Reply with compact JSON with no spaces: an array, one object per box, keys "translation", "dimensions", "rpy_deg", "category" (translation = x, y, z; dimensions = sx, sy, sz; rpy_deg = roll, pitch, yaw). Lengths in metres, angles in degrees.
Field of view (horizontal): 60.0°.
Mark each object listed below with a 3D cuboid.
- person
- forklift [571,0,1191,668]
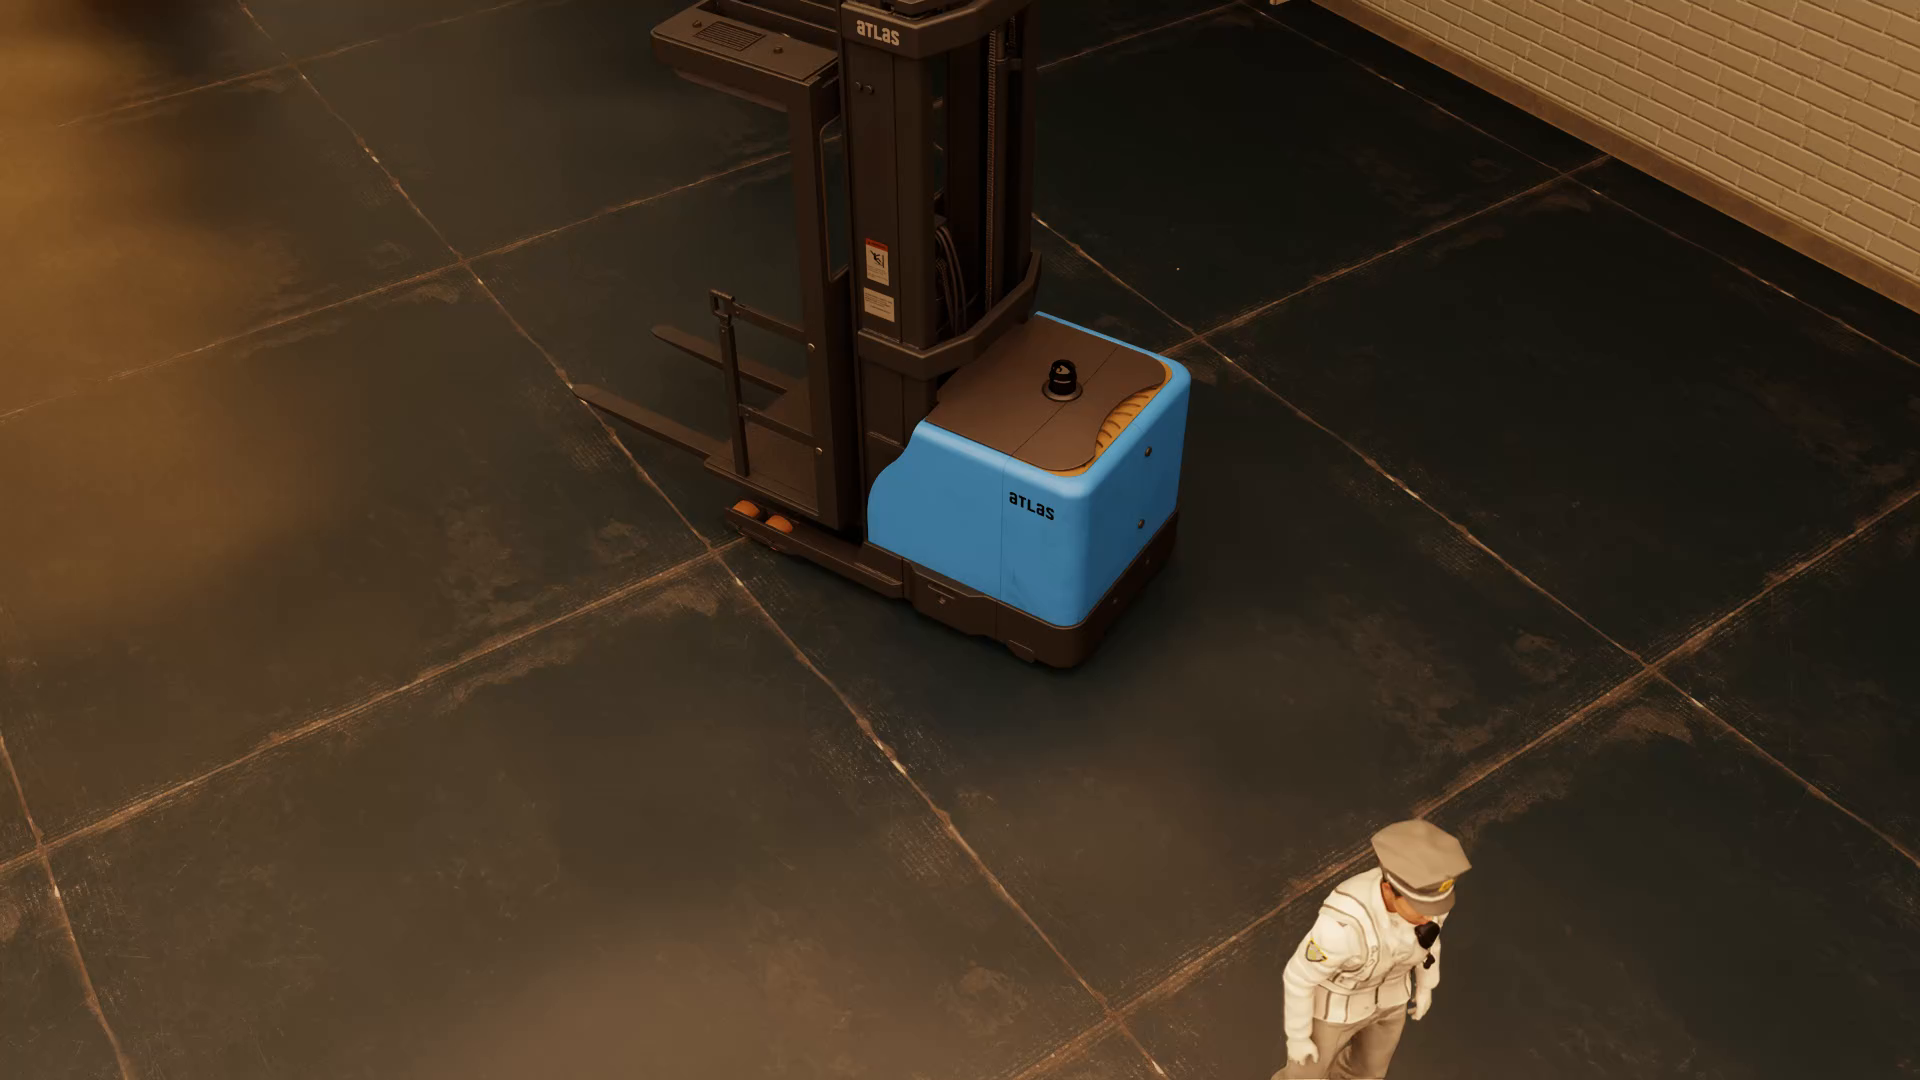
[{"translation":[1.220,1.422,5.109],"dimensions":[0.543,1.665,0.373],"rpy_deg":[-16,45,-16],"category":"person"},{"translation":[-0.511,-1.302,7.129],"dimensions":[3.031,2.935,1.130],"rpy_deg":[24,48,24],"category":"forklift"}]
